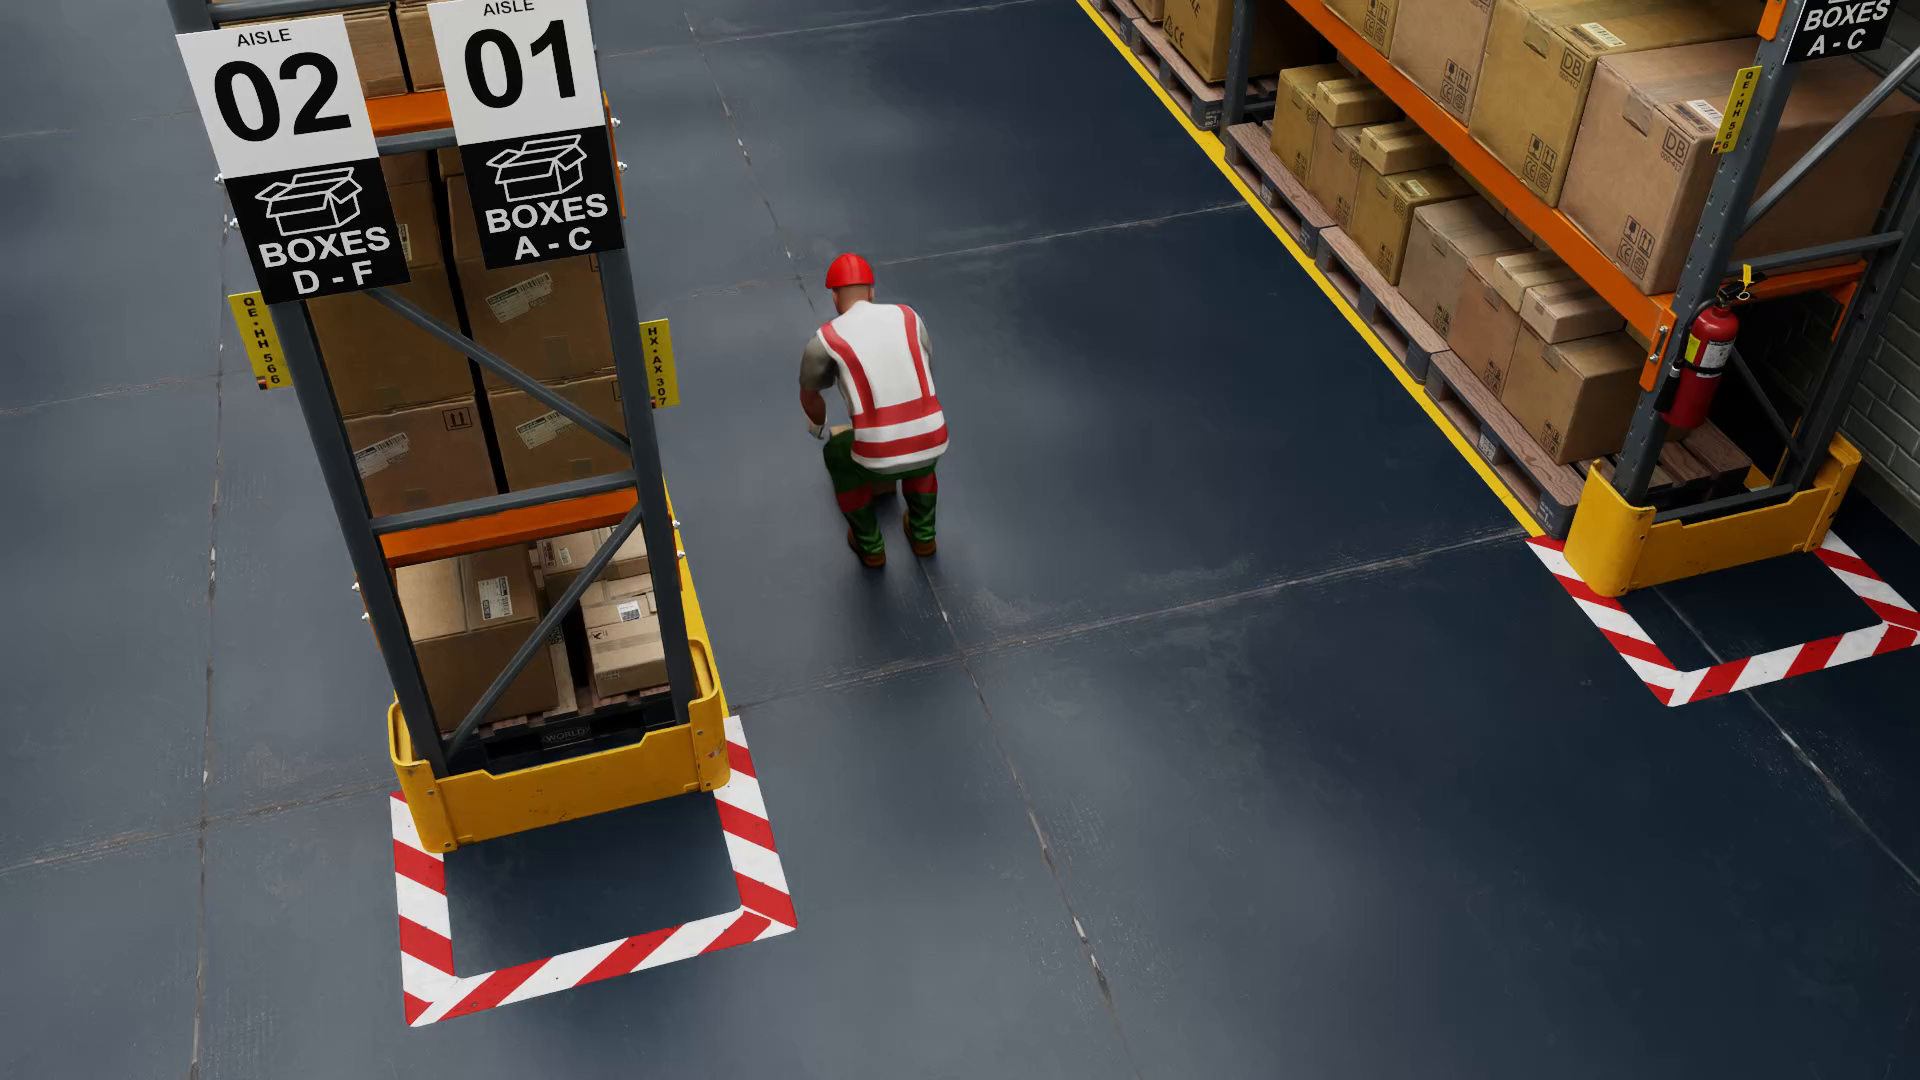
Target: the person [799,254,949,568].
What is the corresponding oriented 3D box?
[{"bbox_3d":[-0.368,-0.510,7.086,0.584,1.290,0.819,-12,43,-13],"label":"person"}]
